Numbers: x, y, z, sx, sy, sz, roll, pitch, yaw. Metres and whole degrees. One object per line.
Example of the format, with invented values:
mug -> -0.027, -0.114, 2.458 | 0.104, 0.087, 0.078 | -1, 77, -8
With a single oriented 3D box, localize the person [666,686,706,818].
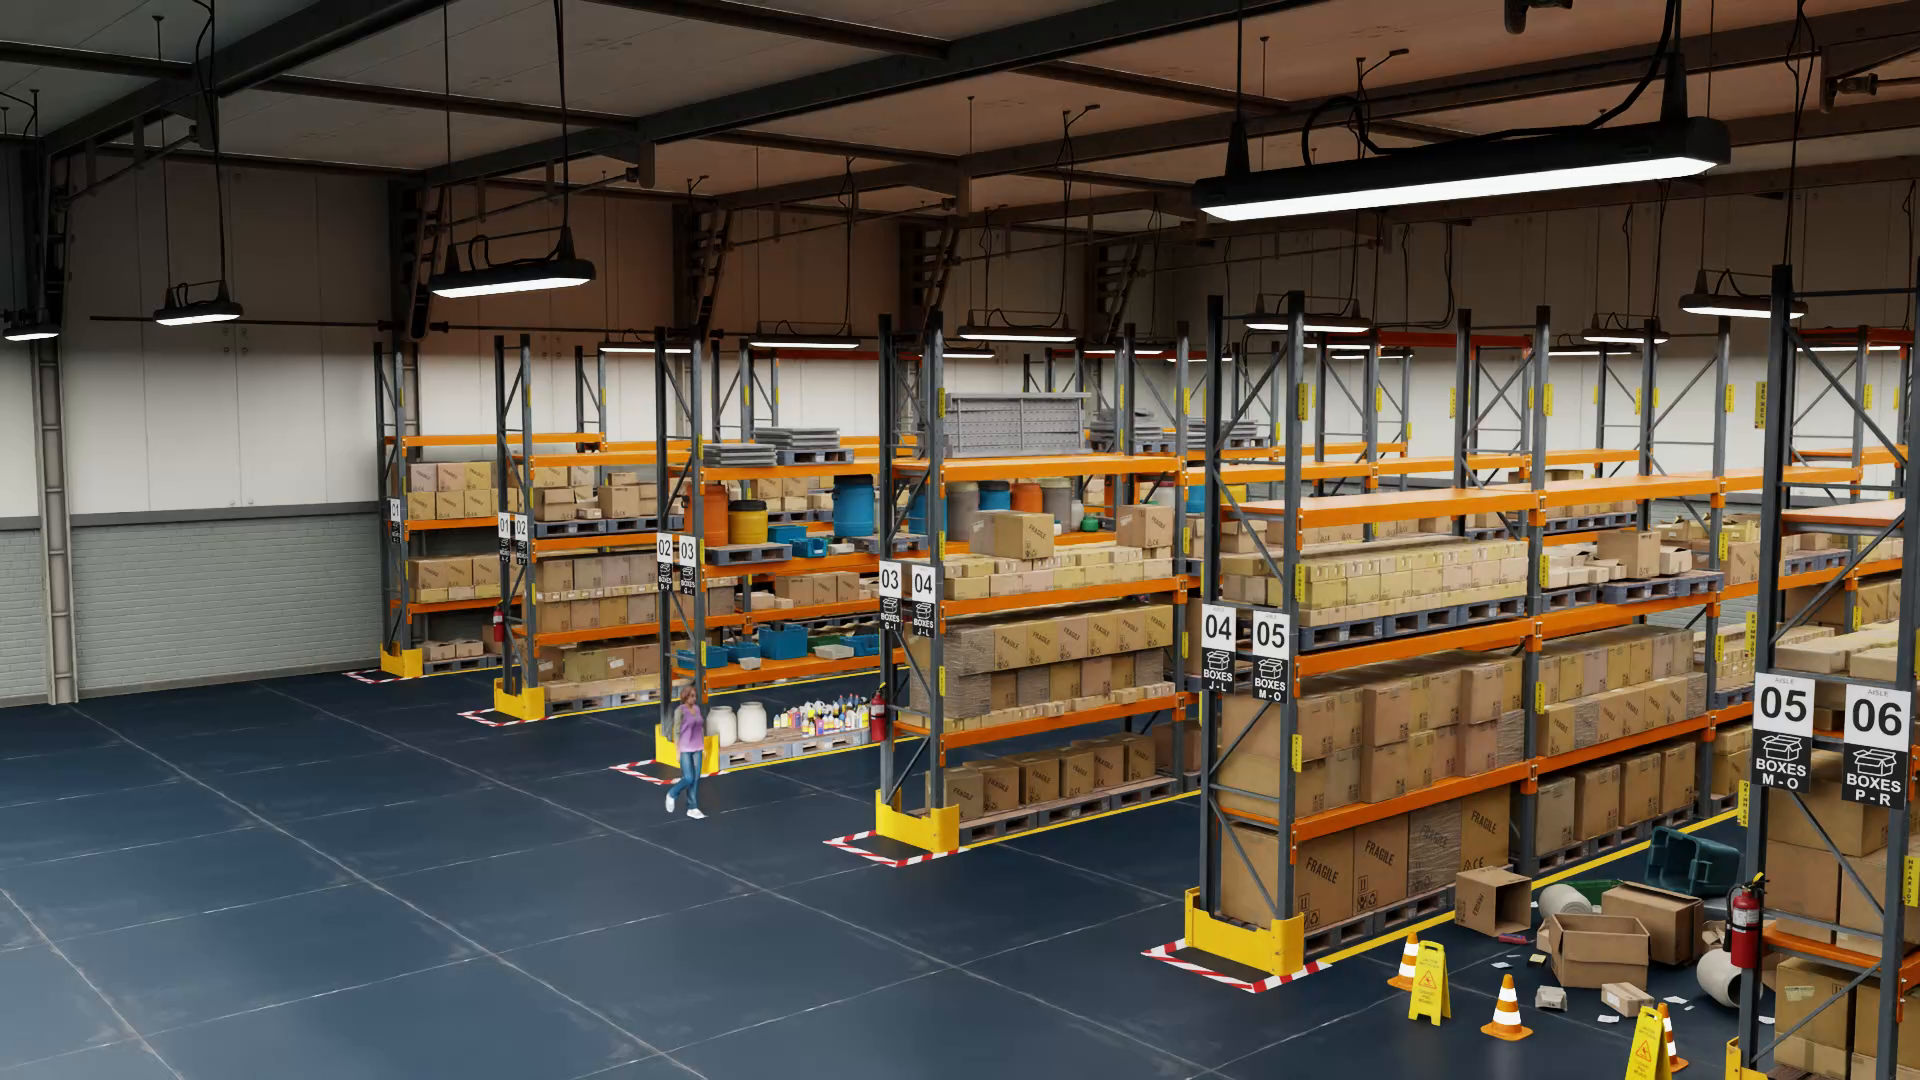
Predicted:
person -> -3.283, 2.537, 19.985 | 0.489, 1.596, 0.428 | 4, 6, 35
